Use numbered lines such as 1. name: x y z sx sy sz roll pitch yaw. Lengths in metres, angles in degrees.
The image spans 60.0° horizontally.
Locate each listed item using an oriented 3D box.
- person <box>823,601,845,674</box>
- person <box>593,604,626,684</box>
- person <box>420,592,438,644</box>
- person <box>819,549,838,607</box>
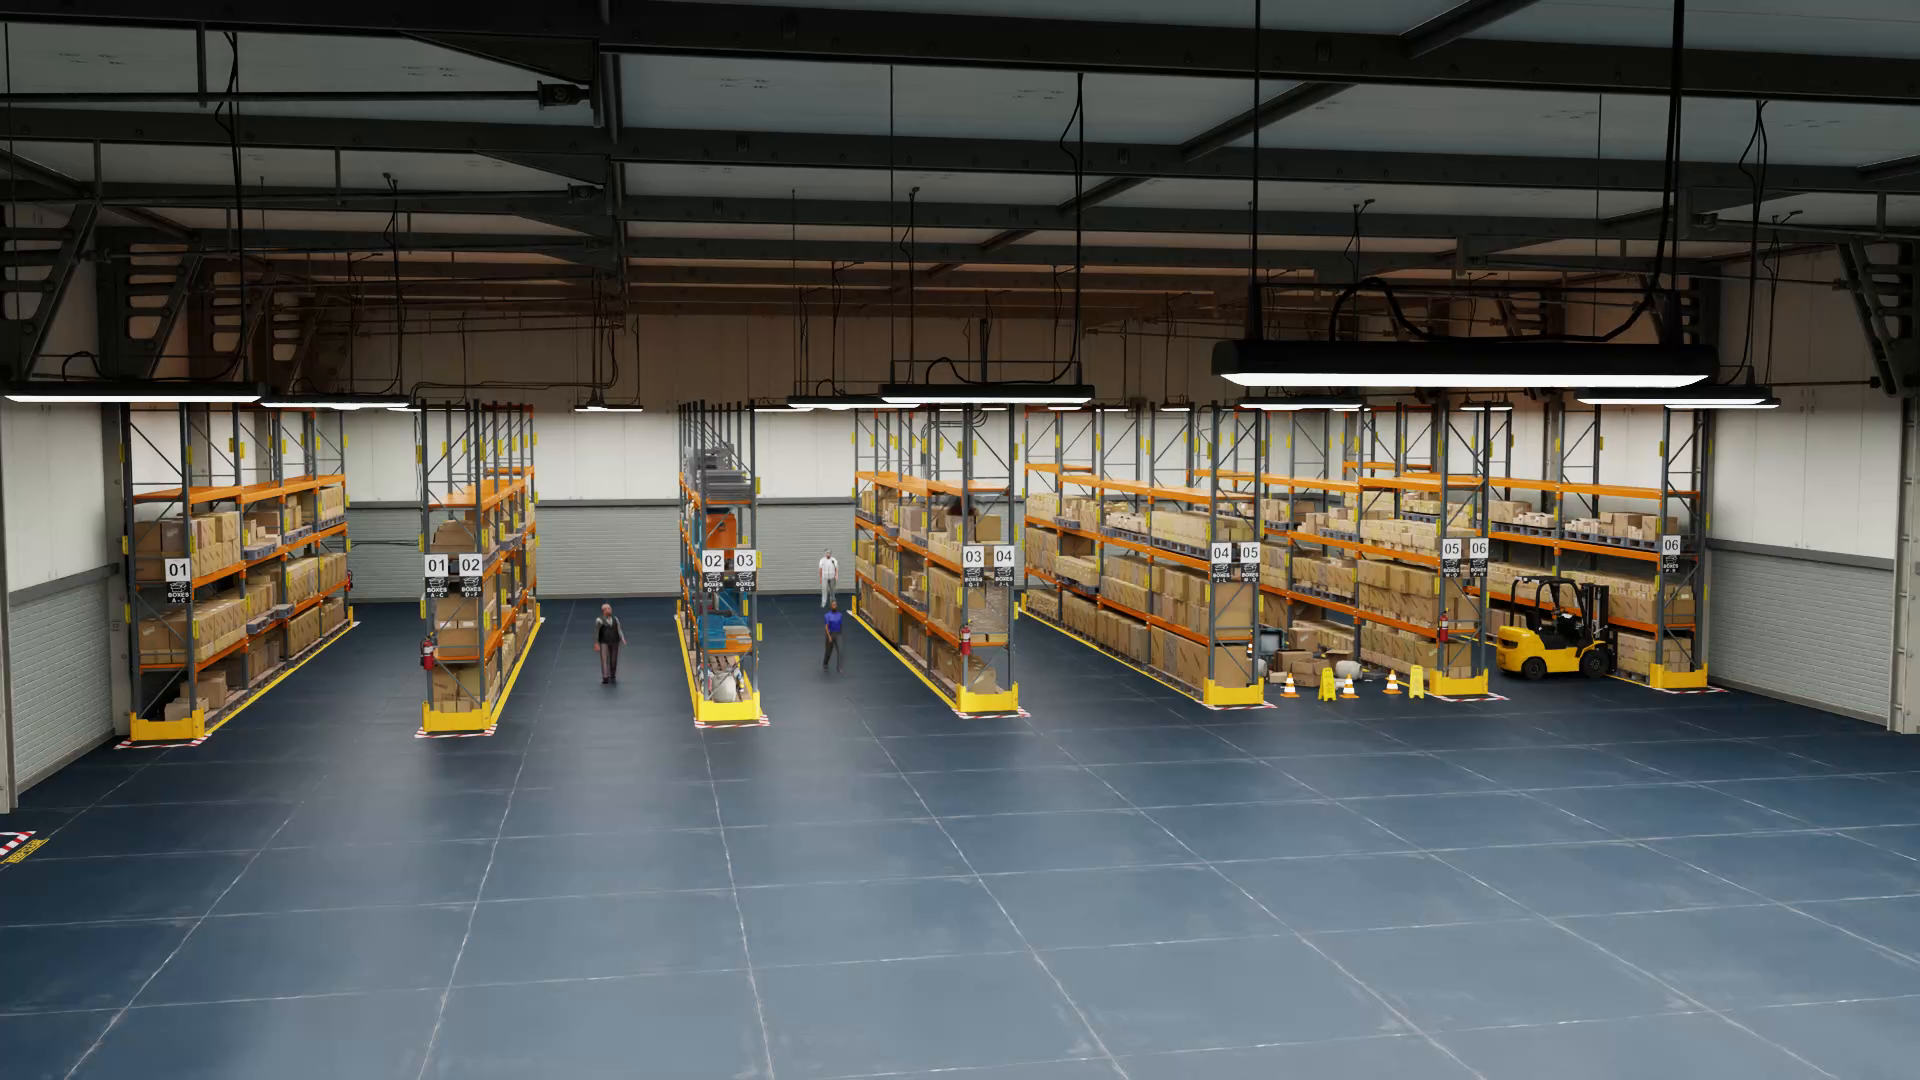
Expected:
1. person: -2.787 2.143 36.795 0.455 1.599 0.939 -2 5 -21
2. person: -7.465 2.205 35.453 0.678 1.669 1.045 -1 4 -13
3. person: -13.194 1.822 41.544 0.561 1.590 0.648 -1 4 -8
4. person: -3.905 1.112 49.352 0.576 1.717 1.007 0 4 0
